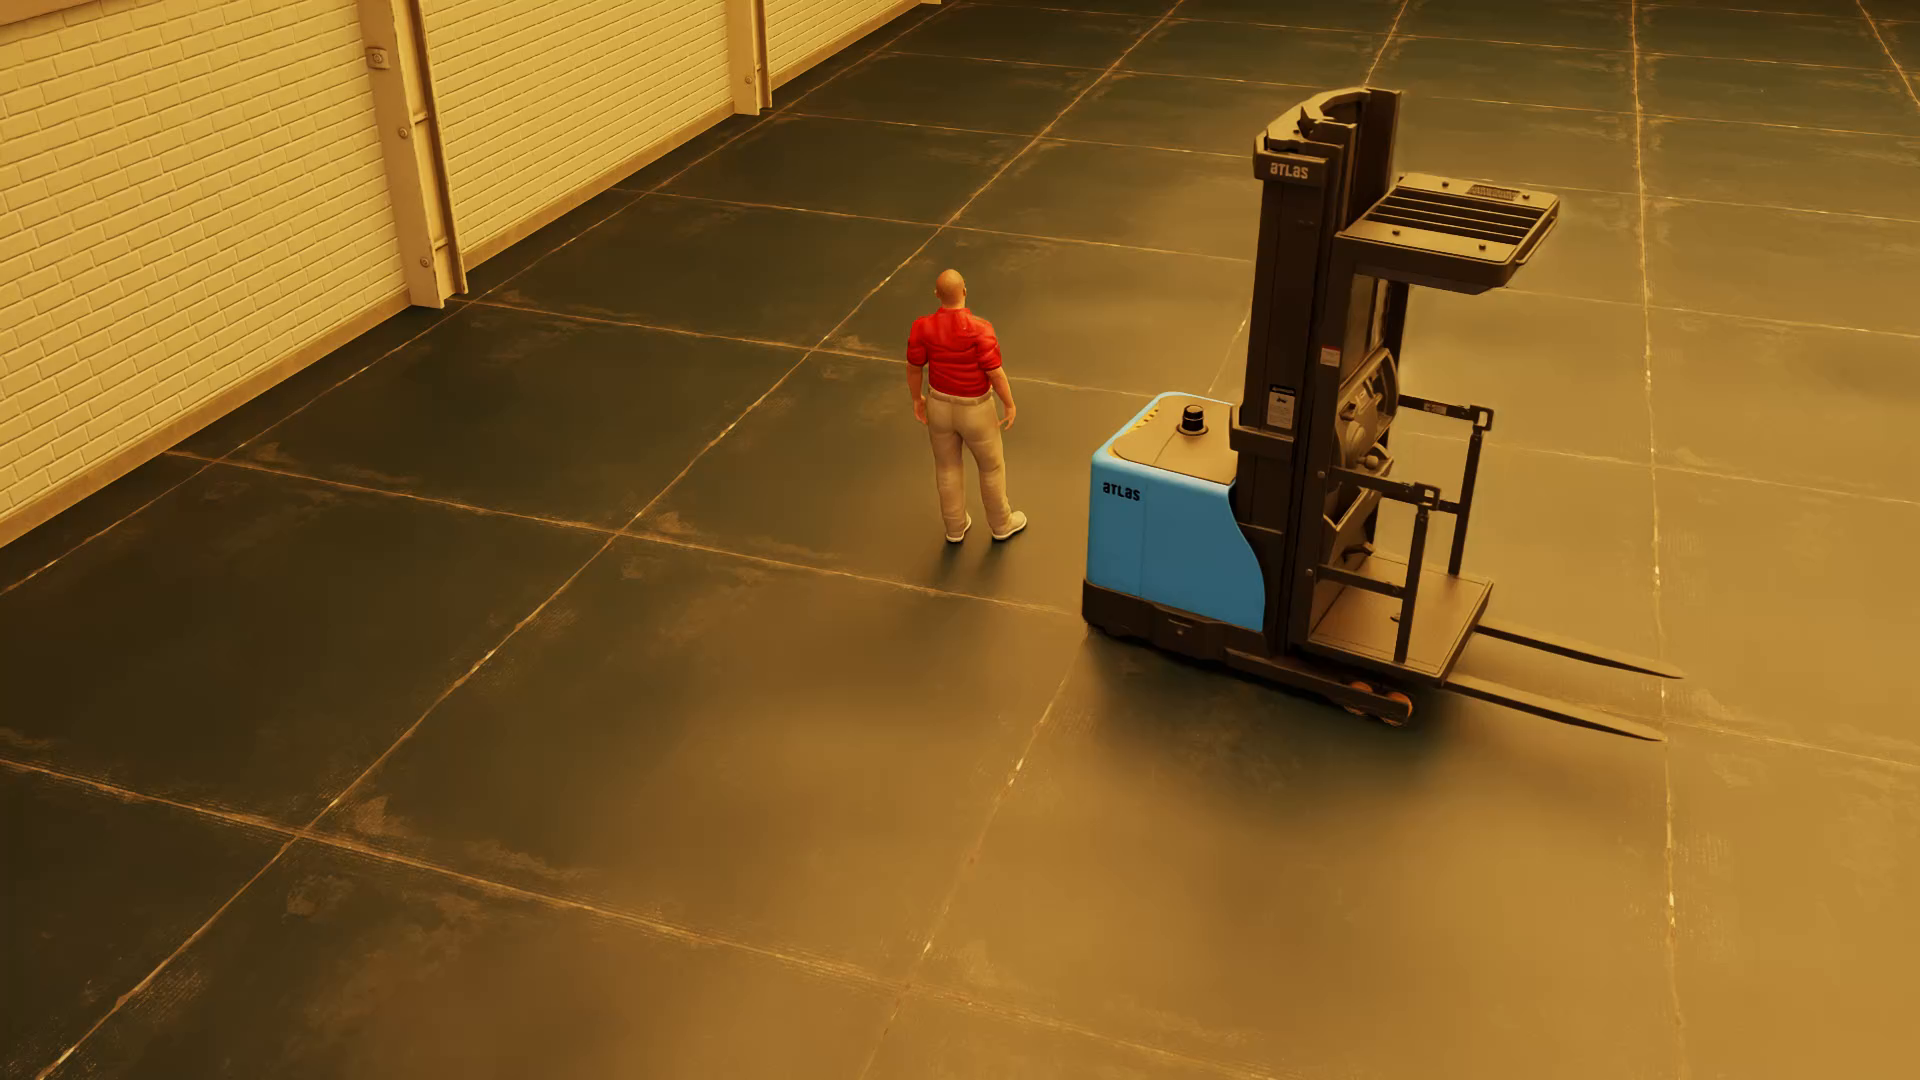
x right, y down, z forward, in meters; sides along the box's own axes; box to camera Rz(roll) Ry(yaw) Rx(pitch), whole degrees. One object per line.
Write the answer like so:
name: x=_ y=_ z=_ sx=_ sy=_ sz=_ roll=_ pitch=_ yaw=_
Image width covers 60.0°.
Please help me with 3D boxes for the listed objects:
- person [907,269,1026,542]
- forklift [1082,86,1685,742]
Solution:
person: x=0.040 y=-0.798 z=9.735 sx=0.641 sy=1.728 sz=0.550 roll=10 pitch=31 yaw=16
forklift: x=2.212 y=-0.633 z=8.247 sx=3.031 sy=2.935 sz=1.130 roll=16 pitch=33 yaw=26
